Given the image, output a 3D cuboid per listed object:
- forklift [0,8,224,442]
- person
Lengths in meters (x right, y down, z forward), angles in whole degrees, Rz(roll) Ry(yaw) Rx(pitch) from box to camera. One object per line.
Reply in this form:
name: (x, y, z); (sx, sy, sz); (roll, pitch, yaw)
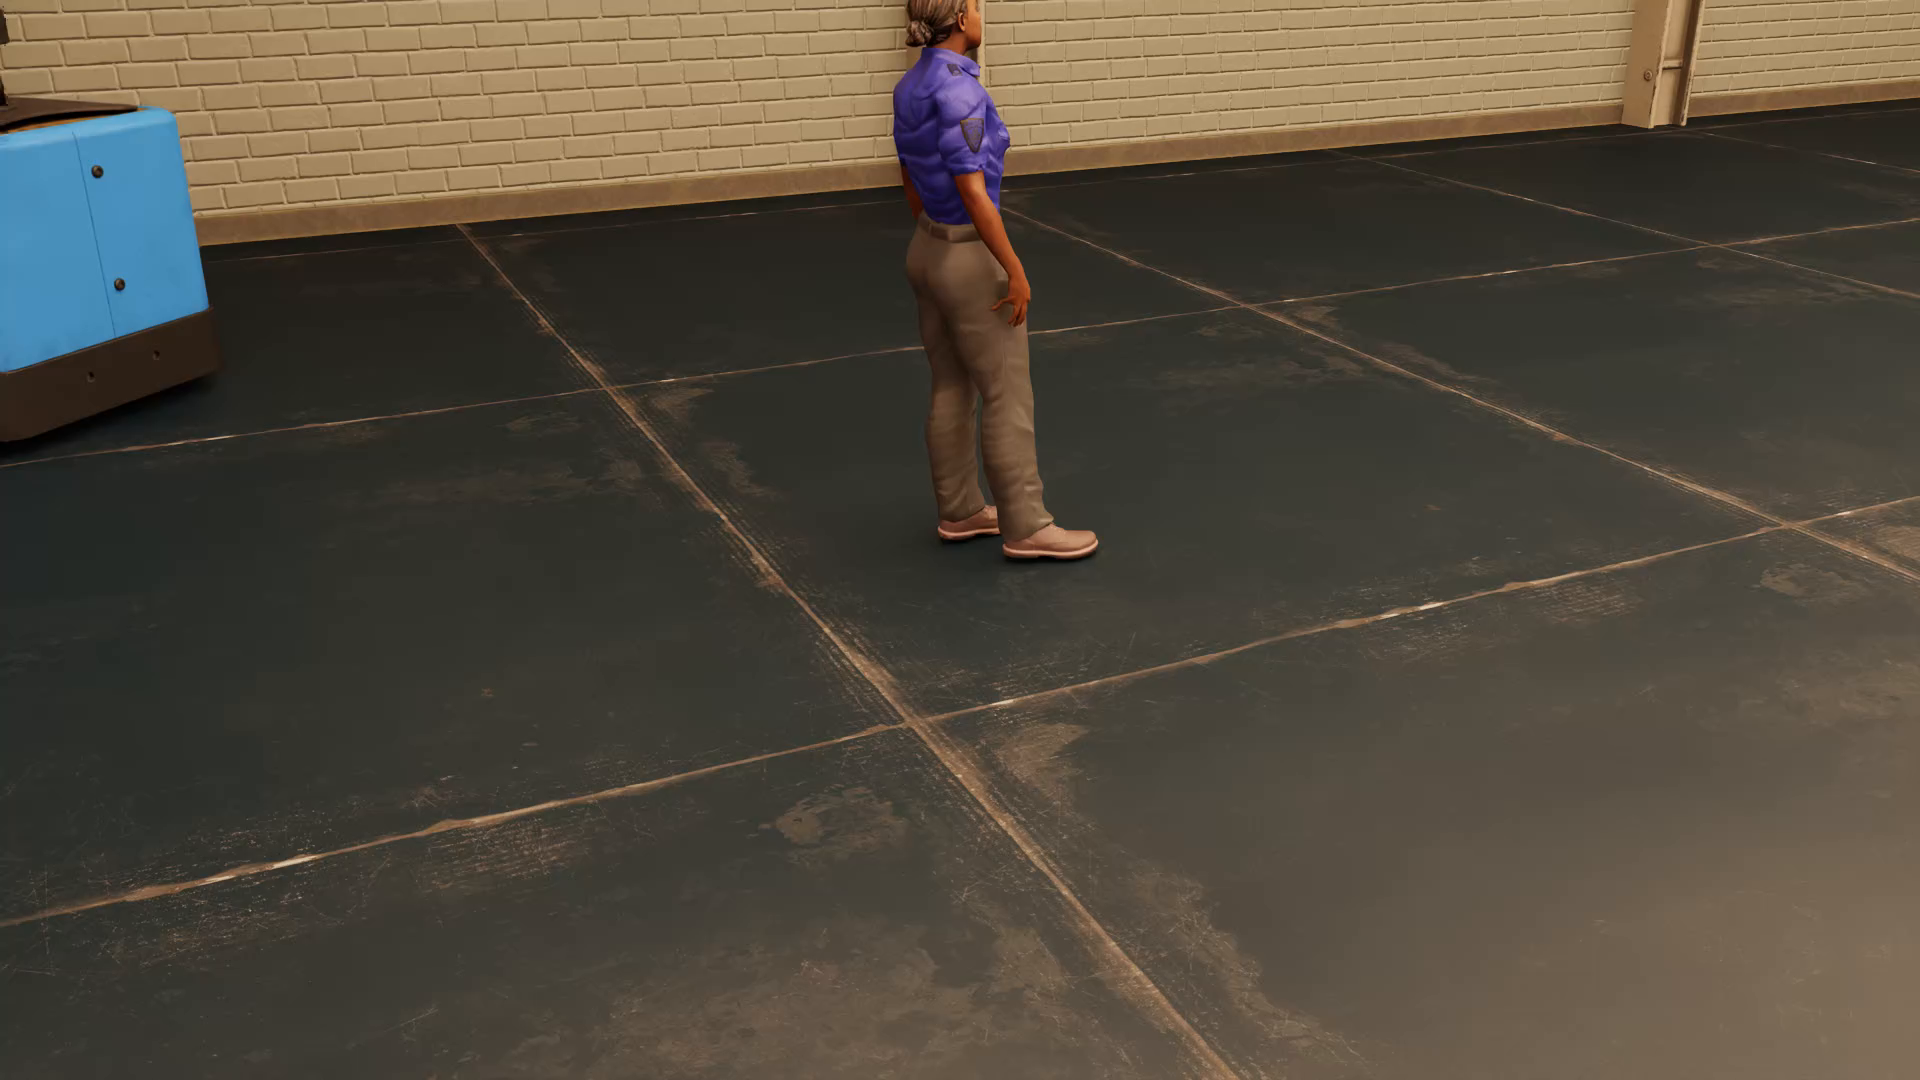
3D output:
forklift: (-4.473, -2.011, 6.128); (3.031, 2.935, 1.130); (9, 24, 20)
person: (0.088, -0.778, 4.805); (0.503, 1.656, 0.570); (-10, 25, -23)
